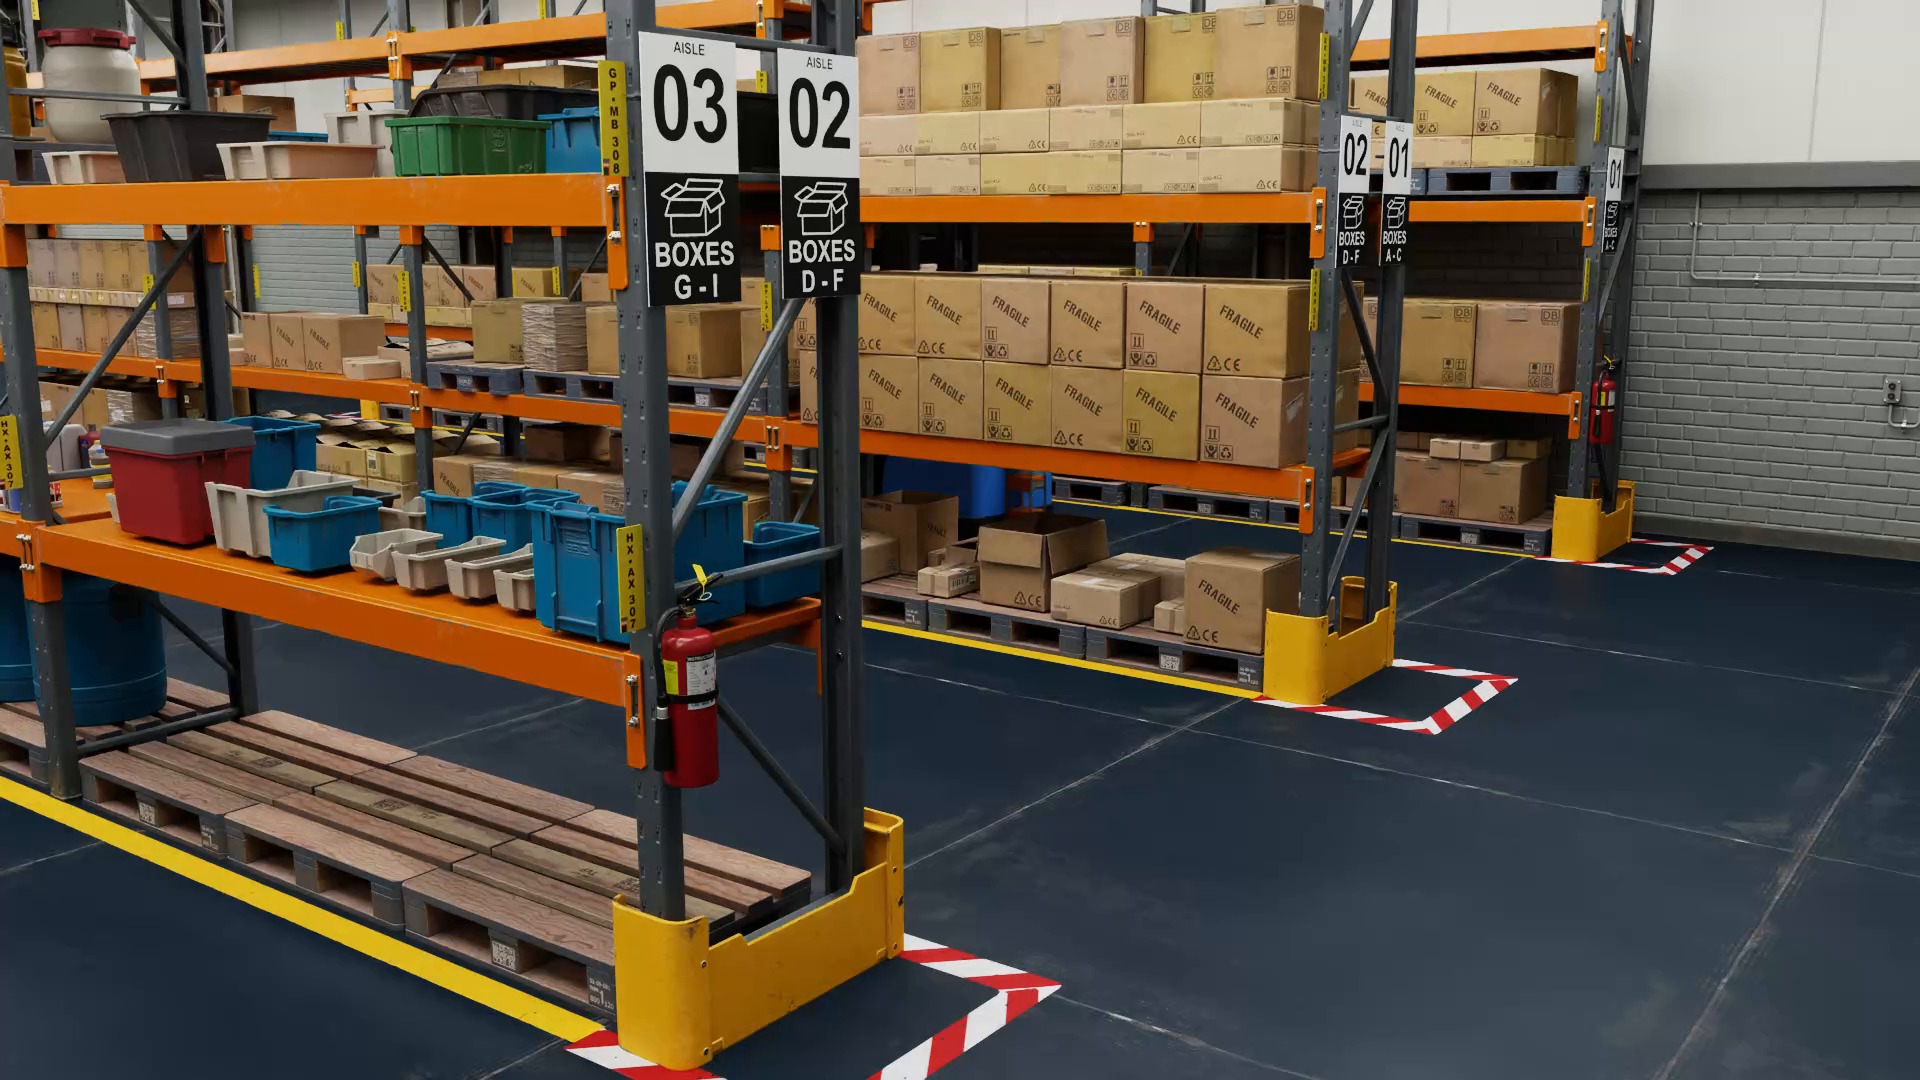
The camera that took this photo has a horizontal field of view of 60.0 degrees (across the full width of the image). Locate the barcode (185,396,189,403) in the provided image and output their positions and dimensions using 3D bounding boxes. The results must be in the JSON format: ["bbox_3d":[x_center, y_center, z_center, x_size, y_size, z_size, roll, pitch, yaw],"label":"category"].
[{"bbox_3d":[-7.471,-1.361,16.065,0.075,0.075,0.001,8,13,36],"label":"barcode"}]

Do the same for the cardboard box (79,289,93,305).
[{"bbox_3d":[-8.799,-2.502,17.095,0.250,0.149,0.380,8,14,37],"label":"cardboard box"}]

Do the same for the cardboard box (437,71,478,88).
[{"bbox_3d":[-3.858,-3.507,13.466,0.500,0.500,0.500,8,13,36],"label":"cardboard box"}]

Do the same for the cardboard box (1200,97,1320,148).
[{"bbox_3d":[1.677,-2.308,9.243,0.500,0.250,0.500,8,13,36],"label":"cardboard box"}]

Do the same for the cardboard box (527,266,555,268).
[{"bbox_3d":[-5.171,-3.200,21.043,0.500,0.500,0.500,8,13,35],"label":"cardboard box"}]

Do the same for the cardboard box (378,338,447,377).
[{"bbox_3d":[-4.812,-1.631,14.795,0.500,0.311,0.500,8,13,35],"label":"cardboard box"}]

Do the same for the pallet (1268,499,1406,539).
[{"bbox_3d":[3.501,-0.250,14.764,1.213,0.211,1.003,8,13,36],"label":"pallet"}]

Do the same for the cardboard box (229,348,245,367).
[{"bbox_3d":[-6.837,-1.740,15.785,0.250,0.149,0.380,8,13,36],"label":"cardboard box"}]

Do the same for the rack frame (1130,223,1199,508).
[{"bbox_3d":[1.947,-1.853,15.711,0.127,3.000,1.000,8,13,36],"label":"rack frame"}]

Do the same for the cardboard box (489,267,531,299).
[{"bbox_3d":[-5.471,-3.118,20.617,0.500,0.500,0.500,8,13,35],"label":"cardboard box"}]

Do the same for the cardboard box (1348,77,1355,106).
[{"bbox_3d":[3.175,-3.641,14.107,0.500,0.500,0.500,8,14,36],"label":"cardboard box"}]

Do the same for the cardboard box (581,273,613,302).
[{"bbox_3d":[-4.111,-2.955,19.986,0.500,0.500,0.700,8,14,36],"label":"cardboard box"}]

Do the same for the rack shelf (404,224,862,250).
[{"bbox_3d":[-2.594,-2.439,12.735,4.000,0.370,1.077,8,13,36],"label":"rack shelf"}]

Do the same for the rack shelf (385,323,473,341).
[{"bbox_3d":[-6.113,-2.624,21.591,4.000,0.370,1.077,8,13,36],"label":"rack shelf"}]

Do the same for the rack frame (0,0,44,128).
[{"bbox_3d":[-10.654,-5.389,18.193,0.127,3.000,1.000,8,13,36],"label":"rack frame"}]

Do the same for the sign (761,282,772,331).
[{"bbox_3d":[-1.308,-1.577,11.238,0.005,0.325,0.100,8,13,36],"label":"sign"}]

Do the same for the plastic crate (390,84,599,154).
[{"bbox_3d":[-1.762,-1.543,6.373,0.767,0.338,0.504,8,13,36],"label":"plastic crate"}]

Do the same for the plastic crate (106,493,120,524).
[{"bbox_3d":[-3.626,-0.162,7.507,0.243,0.136,0.396,8,13,36],"label":"plastic crate"}]

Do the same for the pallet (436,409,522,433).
[{"bbox_3d":[-6.051,-1.591,21.696,1.213,0.211,1.003,8,13,36],"label":"pallet"}]

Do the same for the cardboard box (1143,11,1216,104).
[{"bbox_3d":[1.465,-2.782,9.718,0.500,0.500,0.700,8,13,36],"label":"cardboard box"}]

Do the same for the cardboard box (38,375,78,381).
[{"bbox_3d":[-9.949,-1.518,18.136,0.500,0.500,0.500,8,13,36],"label":"cardboard box"}]

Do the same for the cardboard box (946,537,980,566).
[{"bbox_3d":[0.250,0.115,11.460,0.500,0.311,0.500,8,13,36],"label":"cardboard box"}]

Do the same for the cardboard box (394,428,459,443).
[{"bbox_3d":[-4.883,-0.837,15.117,0.500,0.311,0.500,8,13,34],"label":"cardboard box"}]

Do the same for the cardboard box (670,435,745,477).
[{"bbox_3d":[-2.034,-0.655,12.969,0.500,0.250,0.500,8,14,36],"label":"cardboard box"}]

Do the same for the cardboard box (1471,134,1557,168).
[{"bbox_3d":[4.424,-3.099,13.282,0.500,0.250,0.500,8,14,37],"label":"cardboard box"}]

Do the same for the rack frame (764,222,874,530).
[{"bbox_3d":[-0.982,-1.094,11.789,0.127,3.000,1.000,8,13,36],"label":"rack frame"}]

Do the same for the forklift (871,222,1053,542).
[{"bbox_3d":[-0.642,-1.564,14.398,3.031,2.935,1.130,10,15,41],"label":"forklift"}]

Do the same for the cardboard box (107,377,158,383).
[{"bbox_3d":[-8.829,-1.487,17.975,0.500,0.500,0.500,8,13,36],"label":"cardboard box"}]

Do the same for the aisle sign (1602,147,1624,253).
[{"bbox_3d":[5.051,-2.626,12.861,0.004,0.787,0.394,8,13,36],"label":"aisle sign"}]

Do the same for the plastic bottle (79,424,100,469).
[{"bbox_3d":[-4.676,-0.486,8.949,0.133,0.283,0.061,8,13,36],"label":"plastic bottle"}]

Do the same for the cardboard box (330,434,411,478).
[{"bbox_3d":[-5.197,-0.754,14.688,0.500,0.311,0.500,8,13,35],"label":"cardboard box"}]

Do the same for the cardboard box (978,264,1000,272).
[{"bbox_3d":[0.190,-2.613,16.566,0.500,0.250,0.500,8,13,34],"label":"cardboard box"}]

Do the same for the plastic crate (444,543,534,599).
[{"bbox_3d":[-1.682,0.115,6.077,0.243,0.136,0.396,8,13,36],"label":"plastic crate"}]

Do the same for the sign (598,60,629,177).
[{"bbox_3d":[-1.006,-1.222,4.827,0.005,0.325,0.100,8,13,36],"label":"sign"}]

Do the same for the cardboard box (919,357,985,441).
[{"bbox_3d":[0.084,-0.931,10.680,0.500,0.500,0.500,8,13,35],"label":"cardboard box"}]

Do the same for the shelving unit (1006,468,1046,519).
[{"bbox_3d":[0.537,-0.422,13.449,0.252,1.050,0.215,10,15,41],"label":"shelving unit"}]

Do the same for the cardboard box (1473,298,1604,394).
[{"bbox_3d":[4.754,-1.607,13.647,0.700,0.700,0.980,9,14,38],"label":"cardboard box"}]

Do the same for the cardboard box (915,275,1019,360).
[{"bbox_3d":[0.061,-1.422,10.590,0.500,0.500,0.500,7,13,34],"label":"cardboard box"}]

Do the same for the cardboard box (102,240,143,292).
[{"bbox_3d":[-8.200,-2.785,16.851,0.500,0.500,0.700,8,13,35],"label":"cardboard box"}]

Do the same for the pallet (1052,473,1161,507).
[{"bbox_3d":[1.281,-0.559,16.365,1.213,0.211,1.003,8,13,36],"label":"pallet"}]

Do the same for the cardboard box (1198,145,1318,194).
[{"bbox_3d":[1.672,-2.061,9.284,0.500,0.250,0.500,8,13,36],"label":"cardboard box"}]

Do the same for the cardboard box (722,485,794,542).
[{"bbox_3d":[-1.549,-0.095,12.045,0.500,0.500,0.500,8,13,35],"label":"cardboard box"}]

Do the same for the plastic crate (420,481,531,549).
[{"bbox_3d":[-2.000,-0.094,6.901,0.300,0.233,0.416,8,13,36],"label":"plastic crate"}]

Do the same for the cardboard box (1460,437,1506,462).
[{"bbox_3d":[4.336,-0.751,13.781,0.250,0.149,0.380,8,13,35],"label":"cardboard box"}]

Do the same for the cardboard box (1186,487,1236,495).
[{"bbox_3d":[2.489,-0.732,15.393,0.500,0.500,0.700,8,14,36],"label":"cardboard box"}]

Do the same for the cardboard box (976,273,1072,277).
[{"bbox_3d":[0.399,-1.503,11.007,0.500,0.500,0.500,8,14,36],"label":"cardboard box"}]

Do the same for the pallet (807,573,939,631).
[{"bbox_3d":[-0.429,0.352,11.654,1.213,0.211,1.003,8,13,36],"label":"pallet"}]

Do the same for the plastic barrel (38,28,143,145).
[{"bbox_3d":[-4.193,-2.180,8.038,0.433,0.535,0.433,0,11,0],"label":"plastic barrel"}]

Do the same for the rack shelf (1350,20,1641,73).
[{"bbox_3d":[3.559,-4.024,14.086,4.000,0.370,1.077,8,13,36],"label":"rack shelf"}]

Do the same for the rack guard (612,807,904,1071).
[{"bbox_3d":[-0.666,1.341,5.781,0.348,0.500,1.175,8,13,36],"label":"rack guard"}]

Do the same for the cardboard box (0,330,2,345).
[{"bbox_3d":[-10.285,-2.438,18.472,0.500,0.500,0.700,8,14,36],"label":"cardboard box"}]

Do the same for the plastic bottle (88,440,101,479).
[{"bbox_3d":[-4.594,-0.430,8.876,0.097,0.201,0.097,0,11,0],"label":"plastic bottle"}]

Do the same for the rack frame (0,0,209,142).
[{"bbox_3d":[-3.917,-3.282,7.302,0.127,3.000,1.000,8,13,36],"label":"rack frame"}]

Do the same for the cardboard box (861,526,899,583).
[{"bbox_3d":[-0.772,0.090,11.588,0.500,0.311,0.500,8,13,36],"label":"cardboard box"}]
